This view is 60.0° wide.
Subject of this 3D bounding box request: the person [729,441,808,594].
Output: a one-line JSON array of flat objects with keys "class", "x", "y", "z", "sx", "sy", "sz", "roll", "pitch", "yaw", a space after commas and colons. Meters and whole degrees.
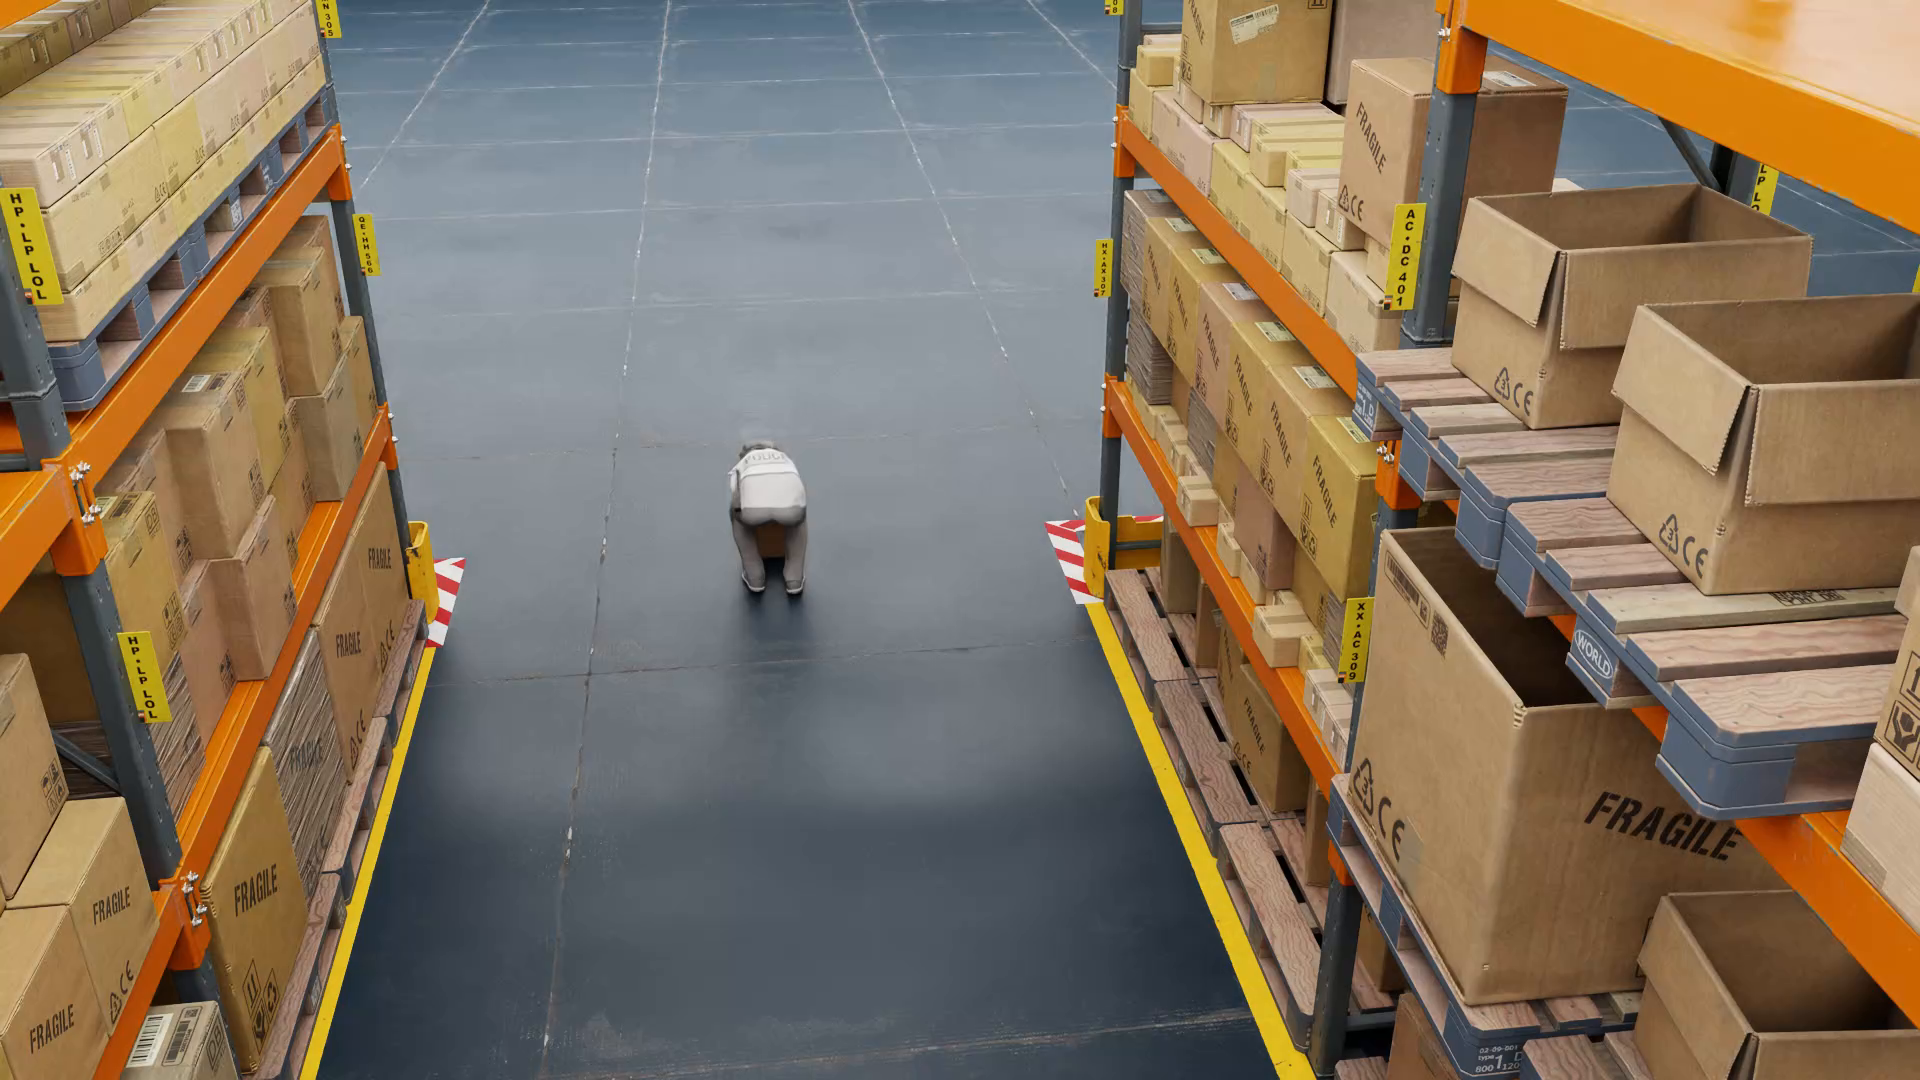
[{"class": "person", "x": -1.135, "y": -0.151, "z": 9.855, "sx": 0.458, "sy": 0.833, "sz": 0.916, "roll": -5, "pitch": 28, "yaw": -9}]
